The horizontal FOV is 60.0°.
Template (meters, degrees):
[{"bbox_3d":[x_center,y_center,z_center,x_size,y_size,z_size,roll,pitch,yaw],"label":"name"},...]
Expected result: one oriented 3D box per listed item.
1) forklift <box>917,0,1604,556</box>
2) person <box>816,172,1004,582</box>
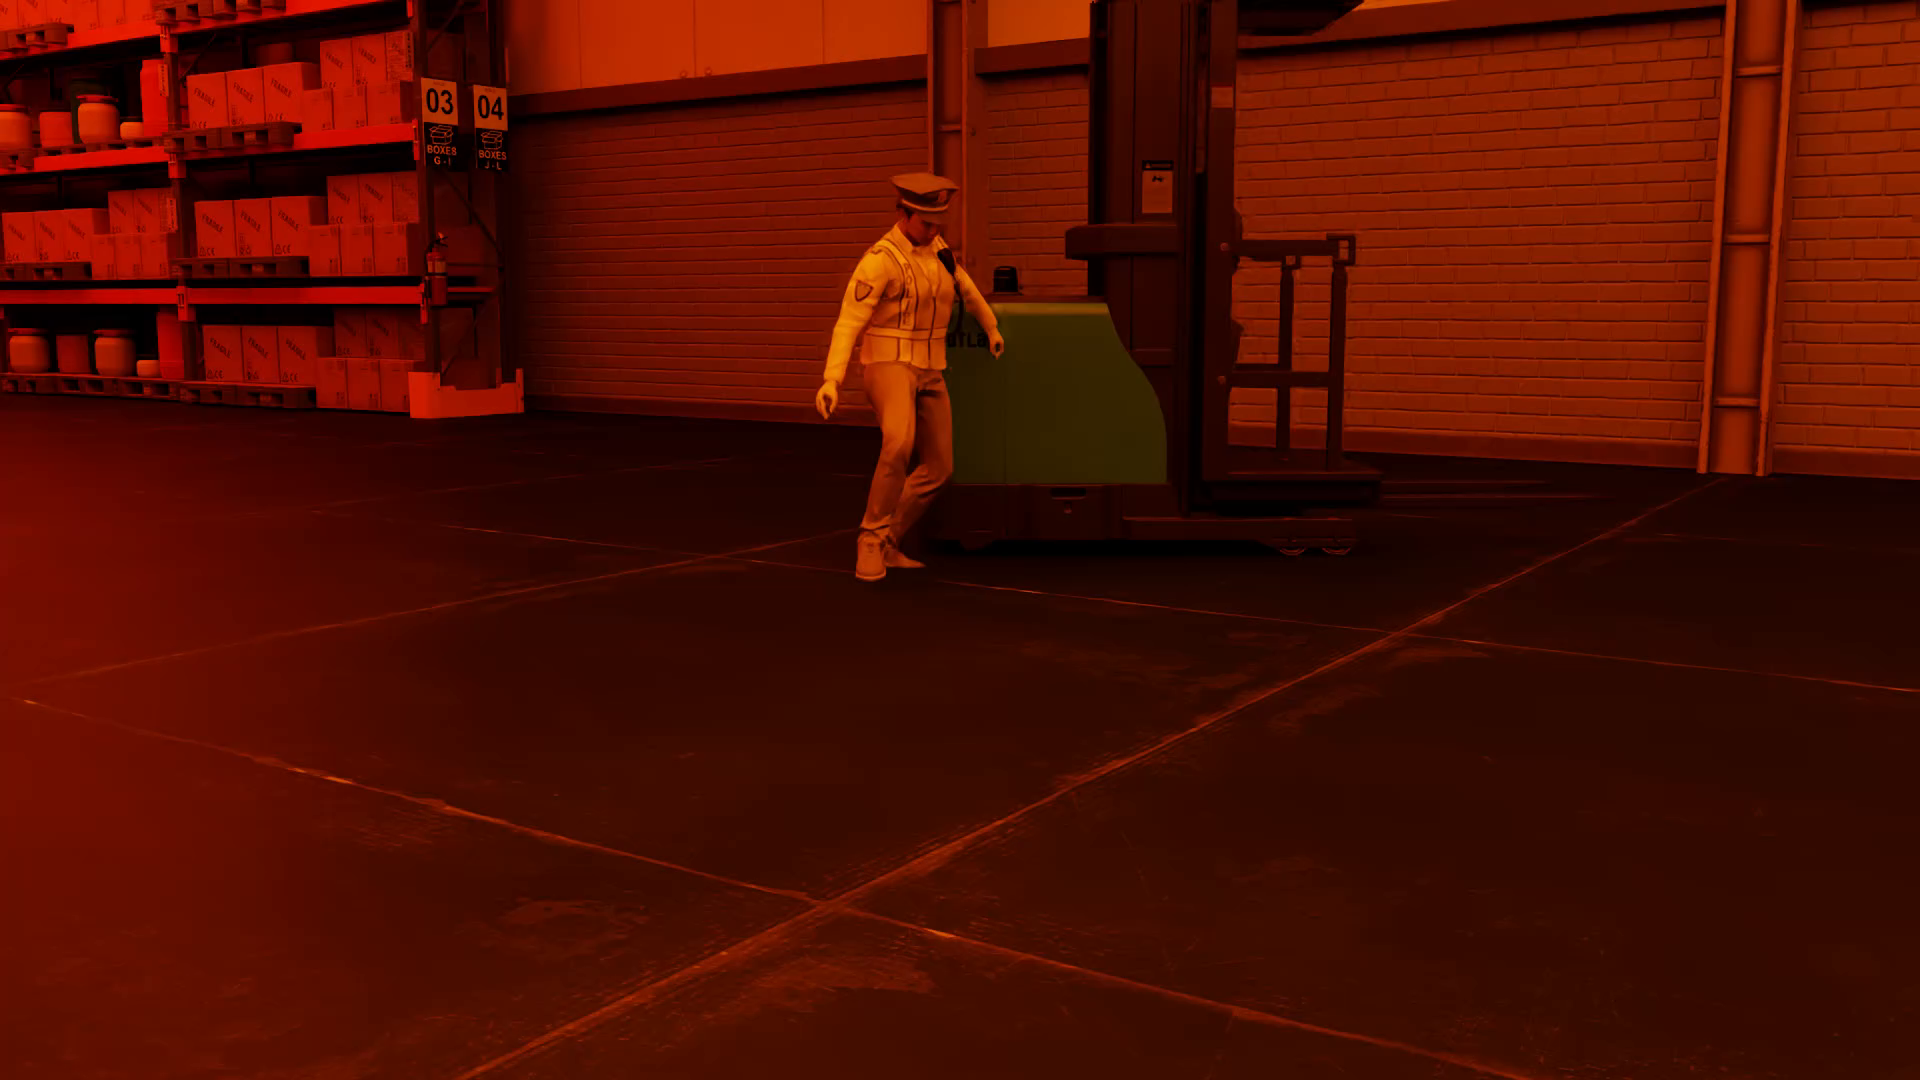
[{"bbox_3d":[1.320,-1.458,7.447,3.031,2.935,1.130,0,8,-2],"label":"forklift"},{"bbox_3d":[-0.173,-0.636,6.627,0.531,1.610,1.058,6,10,37],"label":"person"}]
